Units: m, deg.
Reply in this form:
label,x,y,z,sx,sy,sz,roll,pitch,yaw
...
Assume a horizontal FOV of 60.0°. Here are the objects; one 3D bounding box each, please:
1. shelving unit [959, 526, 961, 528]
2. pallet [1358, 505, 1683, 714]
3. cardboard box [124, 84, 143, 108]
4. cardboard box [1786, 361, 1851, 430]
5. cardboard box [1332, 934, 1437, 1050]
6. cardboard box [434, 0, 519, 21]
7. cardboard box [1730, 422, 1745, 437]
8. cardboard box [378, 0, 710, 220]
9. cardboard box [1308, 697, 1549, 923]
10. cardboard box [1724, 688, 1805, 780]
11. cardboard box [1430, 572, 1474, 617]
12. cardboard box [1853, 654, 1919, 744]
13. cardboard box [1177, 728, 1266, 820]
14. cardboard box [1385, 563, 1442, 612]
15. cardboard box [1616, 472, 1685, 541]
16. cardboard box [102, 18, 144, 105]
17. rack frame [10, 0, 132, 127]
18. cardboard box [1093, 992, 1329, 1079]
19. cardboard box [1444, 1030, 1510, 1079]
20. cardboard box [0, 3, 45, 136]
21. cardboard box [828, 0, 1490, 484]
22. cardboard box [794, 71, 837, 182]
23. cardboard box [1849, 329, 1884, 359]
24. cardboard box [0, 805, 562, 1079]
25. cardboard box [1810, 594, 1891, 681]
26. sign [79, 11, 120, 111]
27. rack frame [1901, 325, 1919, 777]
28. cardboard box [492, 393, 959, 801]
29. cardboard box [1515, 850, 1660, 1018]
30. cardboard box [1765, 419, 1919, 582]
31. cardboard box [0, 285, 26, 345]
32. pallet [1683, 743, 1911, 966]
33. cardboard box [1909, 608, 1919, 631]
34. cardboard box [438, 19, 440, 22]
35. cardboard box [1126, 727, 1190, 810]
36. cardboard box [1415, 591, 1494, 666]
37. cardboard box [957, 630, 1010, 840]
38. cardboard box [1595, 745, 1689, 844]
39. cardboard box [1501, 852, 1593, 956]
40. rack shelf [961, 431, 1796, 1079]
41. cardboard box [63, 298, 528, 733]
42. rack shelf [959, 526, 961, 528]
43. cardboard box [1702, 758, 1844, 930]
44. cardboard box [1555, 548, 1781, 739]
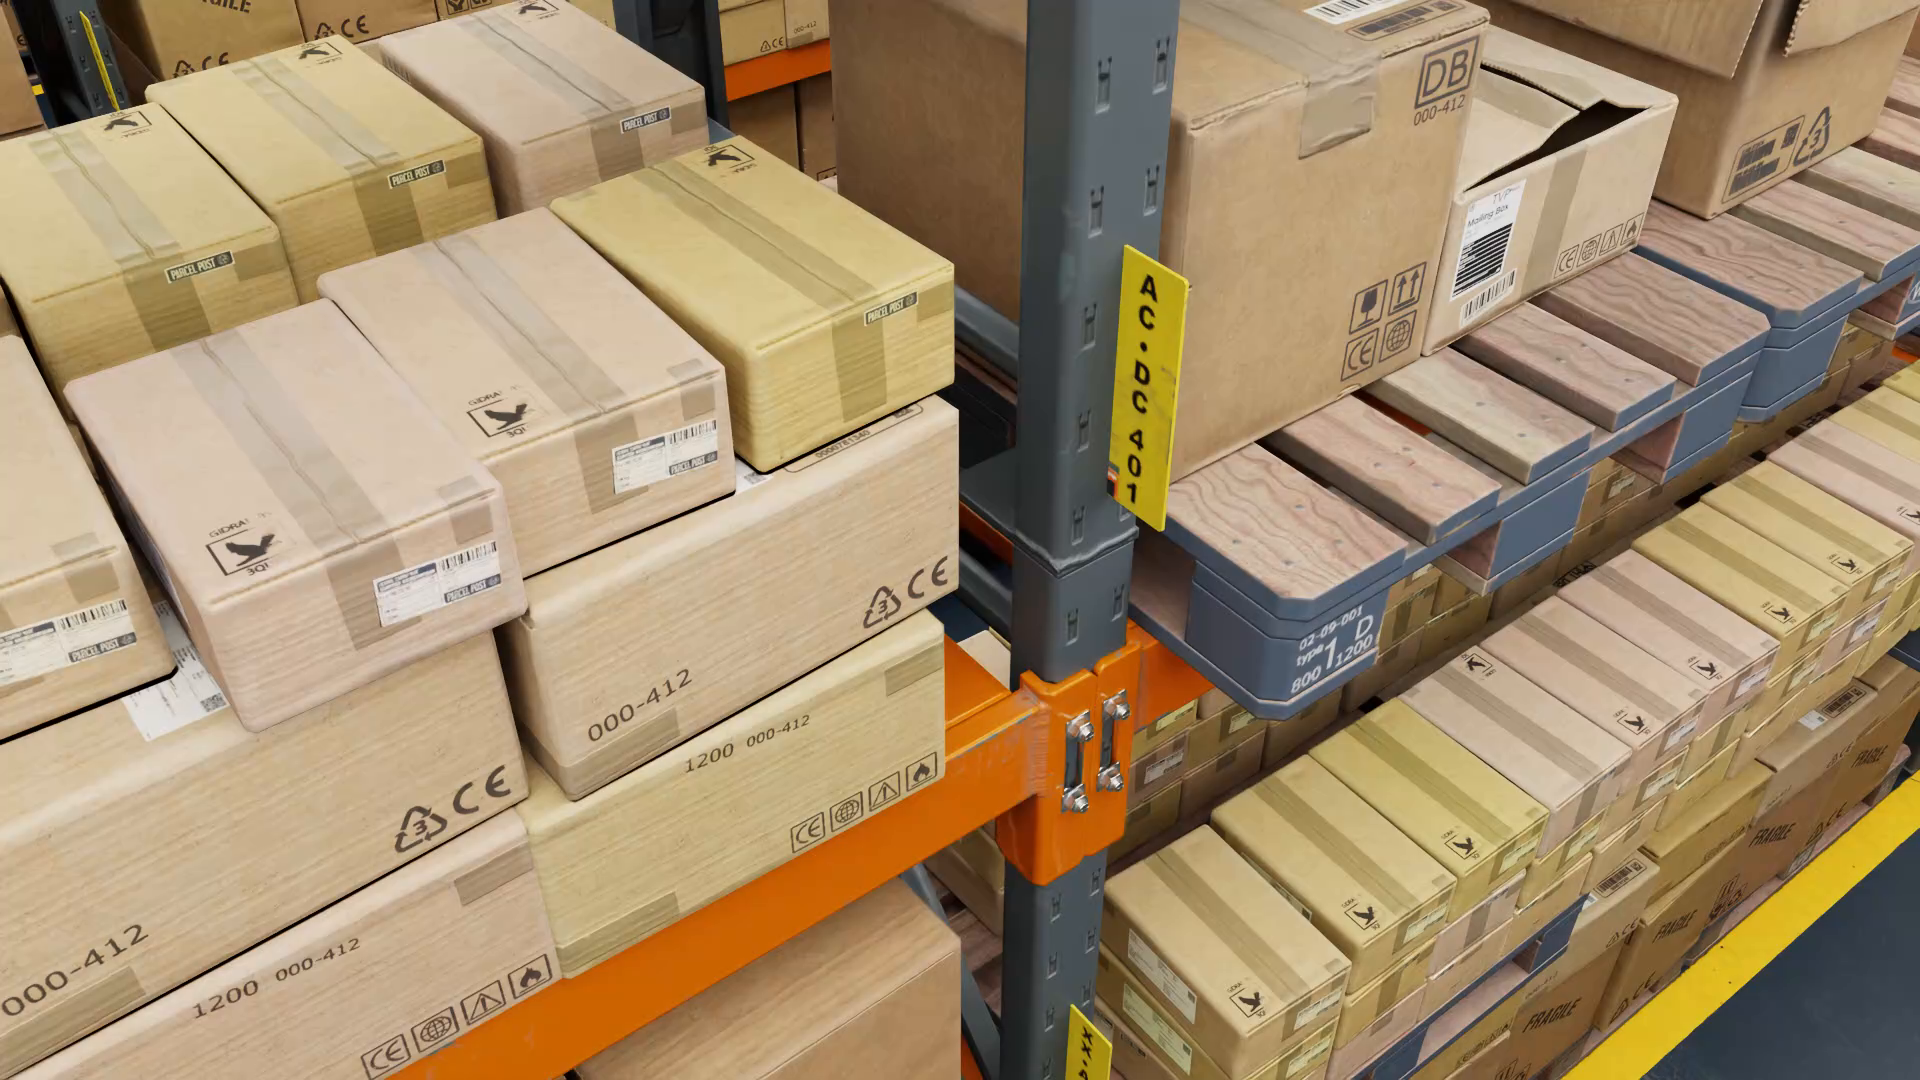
label,x,y,z,sx,sy,sz,roll,pitch,yaw
shelving unit,-0.005,-0.432,6.390,1.048,1.125,0.538,-26,46,-28
pallet,1.489,0.244,4.238,1.213,0.211,1.003,-26,46,-28
cardboard box,-3.033,-1.762,6.651,0.500,0.250,0.500,-27,47,-29
cardboard box,2.343,-0.506,4.868,0.250,0.149,0.380,-24,45,-26
cardboard box,0.659,0.728,3.130,0.250,0.149,0.380,-27,46,-29
cardboard box,-1.925,-2.374,6.411,0.500,0.500,0.500,-27,47,-29
cardboard box,1.905,-0.402,4.507,0.250,0.149,0.380,-26,46,-28
cardboard box,-0.517,-0.528,2.073,0.250,0.149,0.380,-27,46,-29
cardboard box,0.877,0.506,3.166,0.250,0.149,0.380,-26,46,-28
cardboard box,1.688,0.341,3.836,0.250,0.149,0.380,-28,47,-30
cardboard box,1.100,-0.014,4.035,0.250,0.149,0.380,-26,46,-28
cardboard box,2.651,0.295,5.074,0.500,0.250,0.500,-27,47,-29
cardboard box,0.460,0.416,3.745,0.250,0.149,0.380,-26,46,-28
cardboard box,0.885,-0.016,3.803,0.250,0.149,0.380,-28,47,-29
cardboard box,1.706,-0.192,4.486,0.250,0.149,0.380,-24,45,-27
cardboard box,-3.033,-1.948,6.483,0.500,0.250,0.500,-26,46,-28
rack frame,-3.235,-1.520,6.238,0.127,3.000,1.000,-26,46,-28
cardboard box,0.454,0.944,3.101,0.250,0.149,0.380,-28,47,-30
cardboard box,1.028,1.377,4.346,0.500,0.500,0.500,-24,45,-26
cardboard box,-3.441,-1.624,5.497,0.500,0.500,0.500,-26,46,-28
cardboard box,0.229,-0.522,2.246,0.500,0.500,0.700,-26,46,-28
cardboard box,-0.661,-2.181,8.388,0.875,0.875,0.875,-26,46,-28
cardboard box,2.528,-0.710,4.883,0.250,0.149,0.380,-24,45,-26
cardboard box,-0.766,0.341,1.722,0.500,0.250,0.500,-26,46,-28
cardboard box,1.898,0.124,3.867,0.250,0.149,0.380,-25,45,-27
sign,-2.895,-1.607,5.599,0.005,0.325,0.100,-26,46,-28
rack frame,3.033,-0.616,5.135,0.127,3.000,1.000,-26,46,-28
cardboard box,-0.349,-0.058,1.815,0.500,0.250,0.500,-28,47,-30
cardboard box,1.436,0.890,4.349,0.500,0.250,0.500,-24,45,-27
cardboard box,2.112,-0.098,3.903,0.250,0.149,0.380,-26,46,-28
cardboard box,-1.151,-0.237,1.718,0.250,0.149,0.380,-27,47,-29
pallet,2.413,0.764,5.652,1.213,0.211,1.003,-26,46,-28
cardboard box,2.321,0.030,4.215,0.250,0.149,0.380,-27,46,-29
cardboard box,-1.901,-2.081,6.645,0.500,0.250,0.500,-25,46,-28
cardboard box,0.265,0.395,3.536,0.250,0.149,0.380,-26,46,-28
cardboard box,1.087,0.107,4.121,0.250,0.149,0.380,-24,45,-26
cardboard box,0.061,0.382,3.317,0.250,0.149,0.380,-24,45,-26
cardboard box,1.281,0.422,3.503,0.250,0.149,0.380,-24,45,-26
cardboard box,1.071,0.643,3.468,0.250,0.149,0.380,-26,46,-28
rack shelf,1.448,0.436,4.421,4.000,0.370,1.077,-26,46,-28
cardboard box,-0.591,-0.038,1.475,0.250,0.149,0.380,-26,46,-28
rack shelf,-0.005,-0.243,6.545,1.000,0.278,0.538,-26,46,-28
cardboard box,2.257,0.773,5.082,0.500,0.500,0.500,-24,45,-26
cardboard box,1.479,0.214,3.522,0.250,0.149,0.380,-24,45,-27
